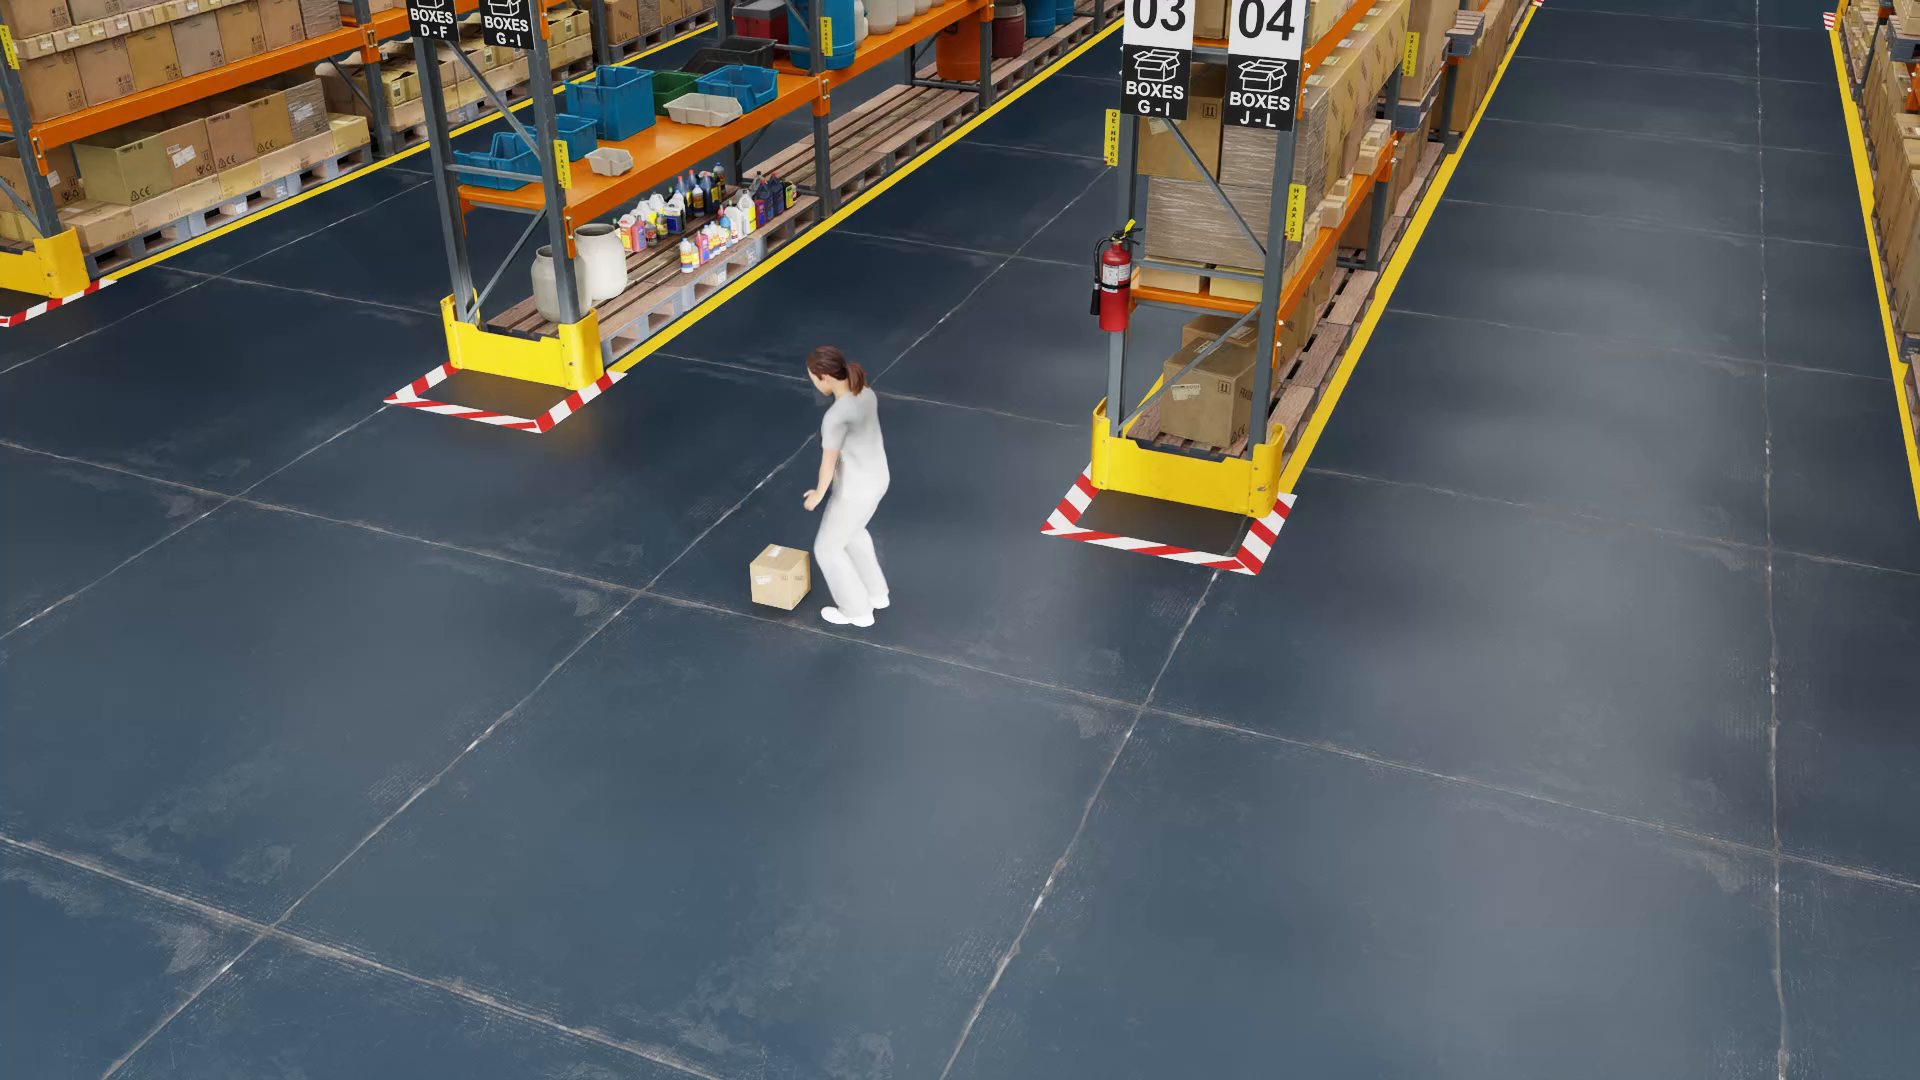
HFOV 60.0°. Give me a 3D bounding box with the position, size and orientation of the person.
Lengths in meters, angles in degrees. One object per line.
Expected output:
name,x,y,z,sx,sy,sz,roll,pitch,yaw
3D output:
person,-0.608,-0.284,8.961,0.406,1.616,0.464,12,32,20
